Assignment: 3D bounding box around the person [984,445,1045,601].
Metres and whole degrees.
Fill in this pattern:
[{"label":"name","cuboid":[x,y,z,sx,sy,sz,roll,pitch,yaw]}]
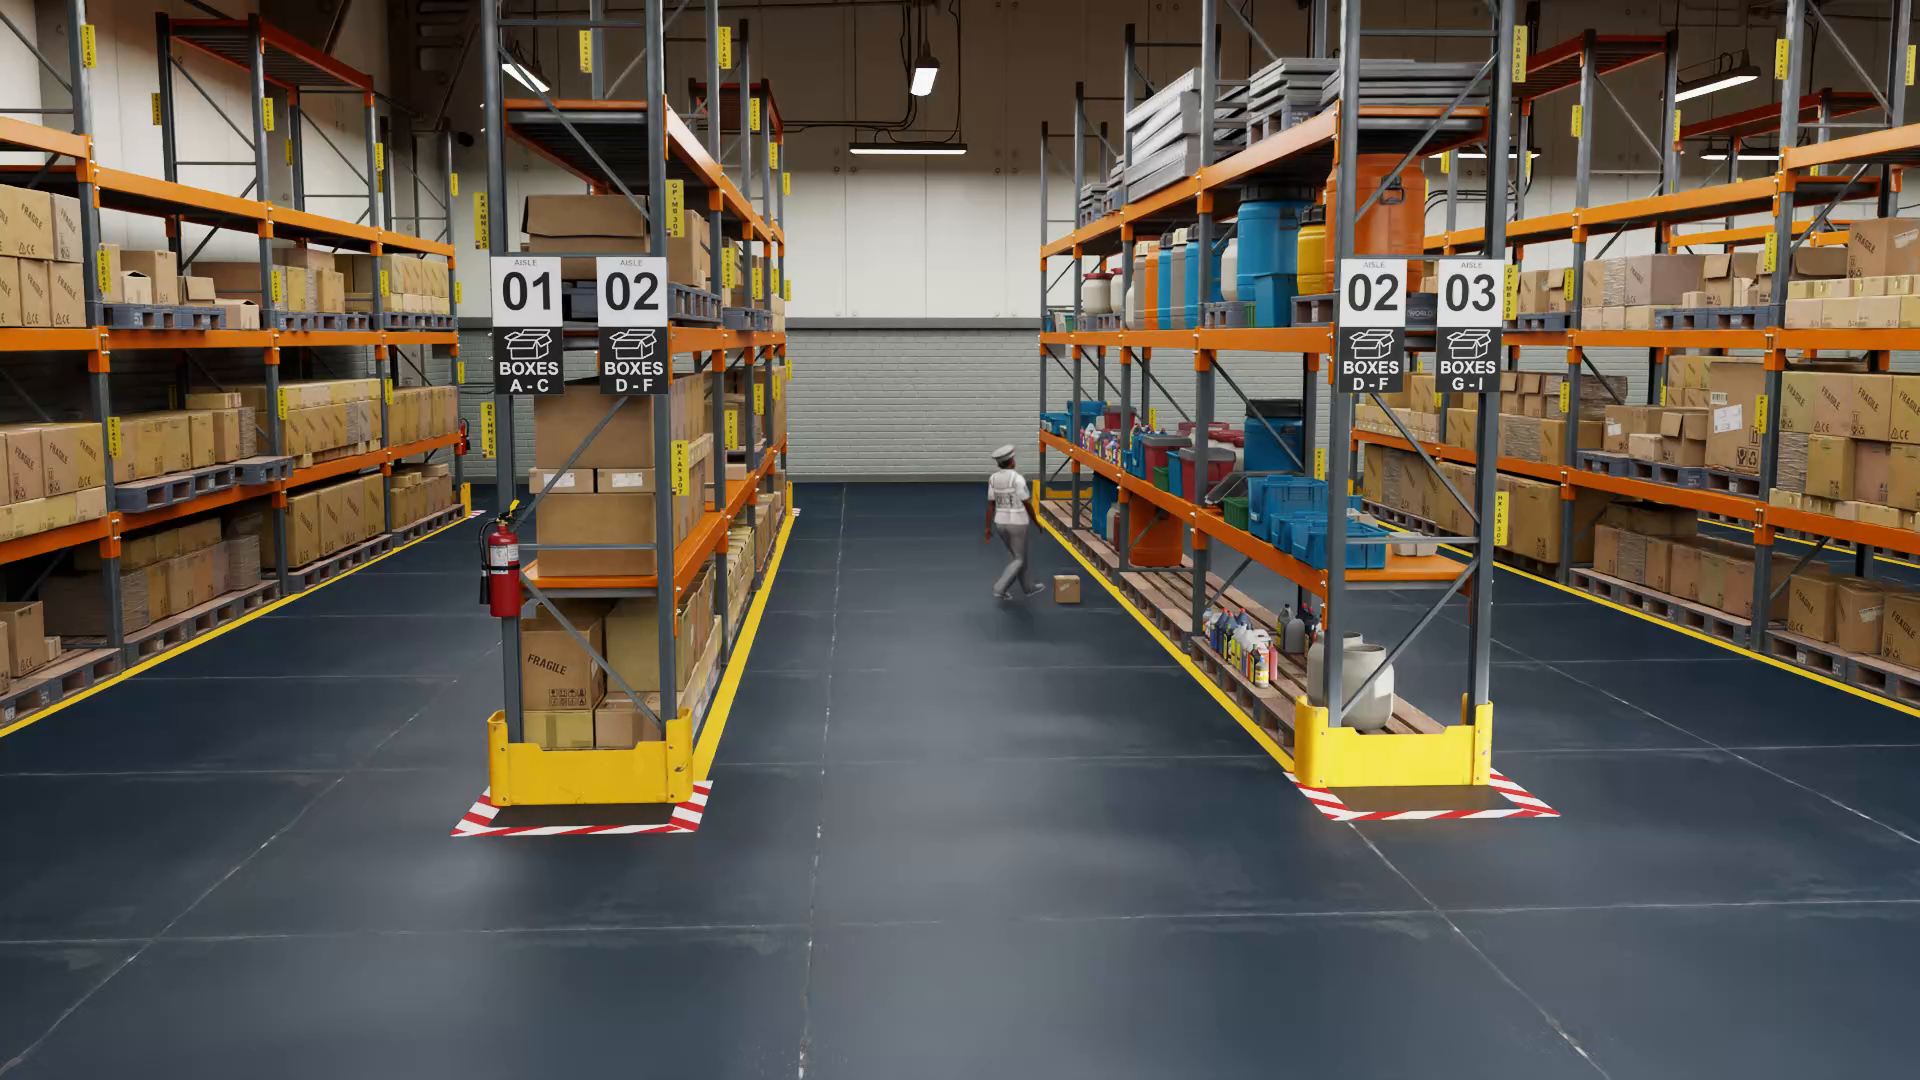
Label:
[{"label":"person","cuboid":[0.627,-0.182,17.245,0.903,1.618,0.496,-7,10,-44]}]
